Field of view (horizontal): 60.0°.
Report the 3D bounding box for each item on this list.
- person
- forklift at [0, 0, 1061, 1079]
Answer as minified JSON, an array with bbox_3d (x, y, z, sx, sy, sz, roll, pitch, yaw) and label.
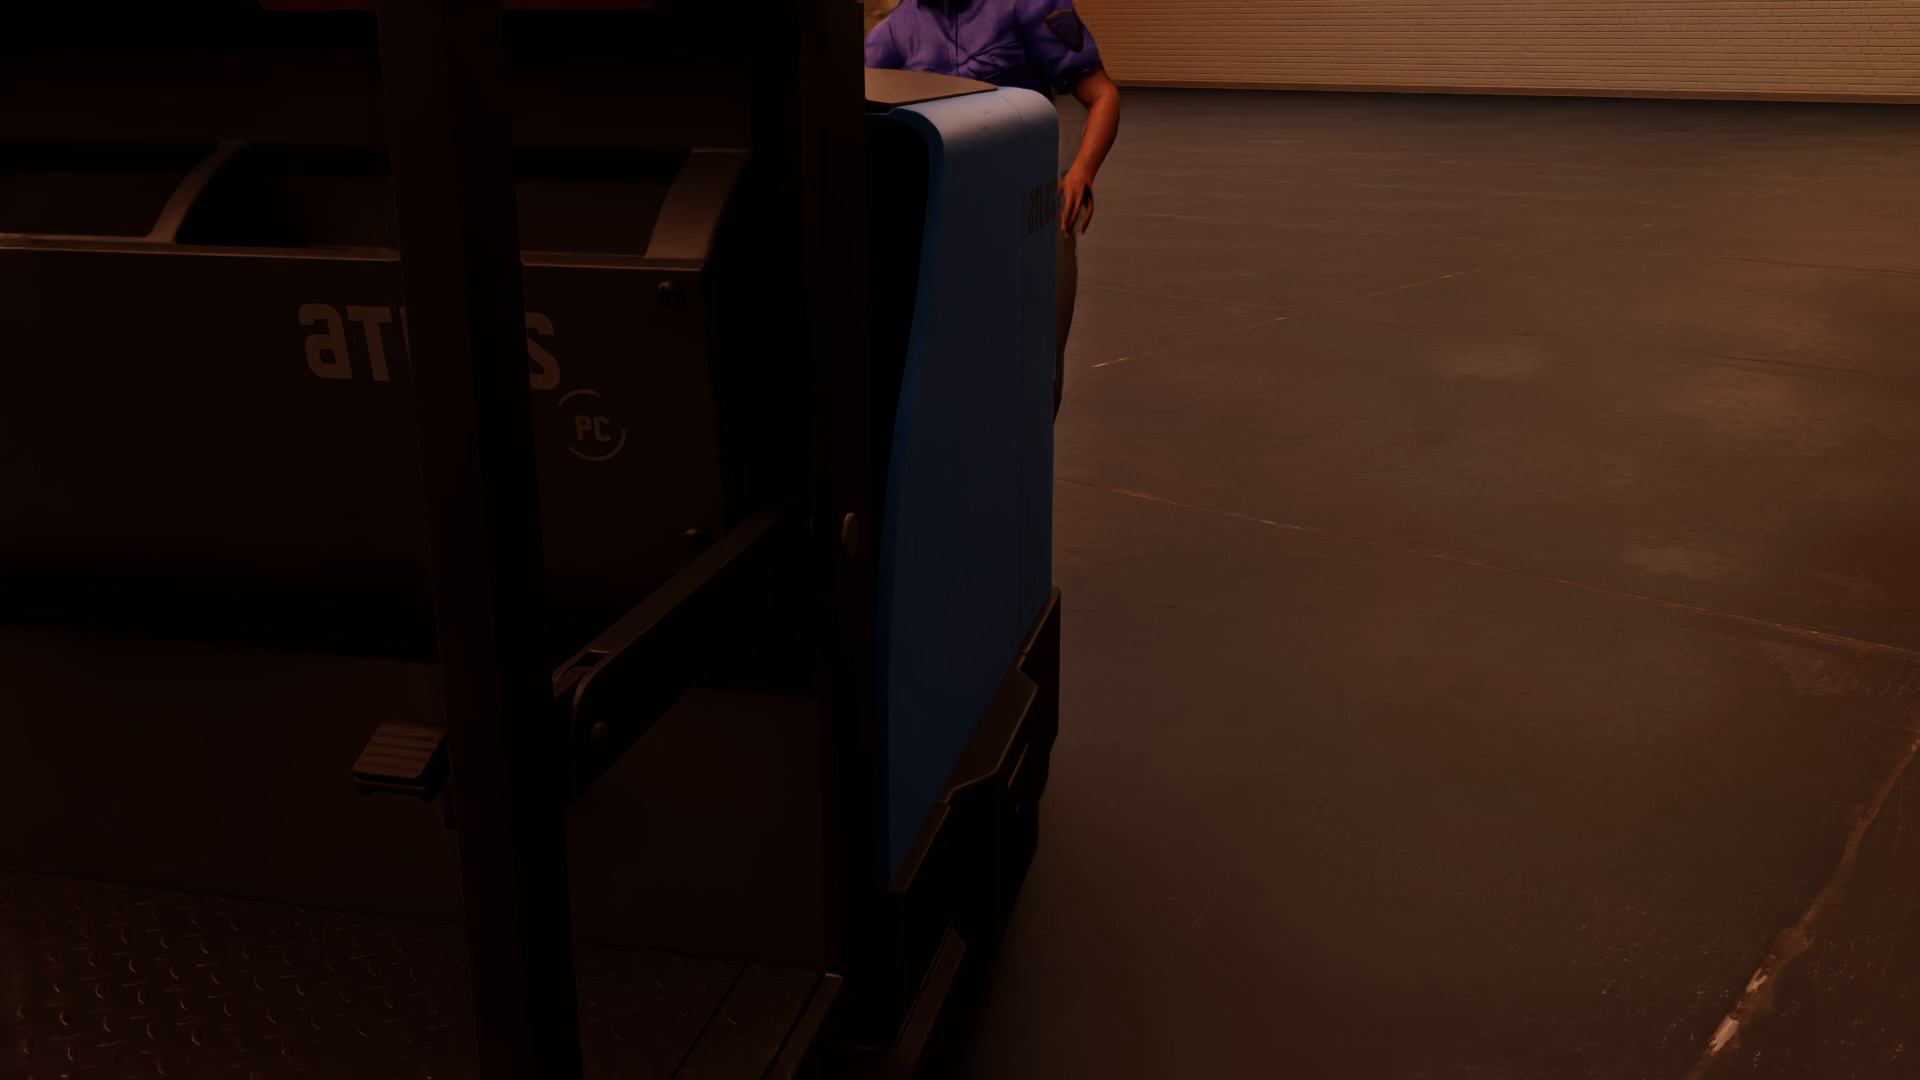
[{"bbox_3d":[-0.073,-0.632,3.437,0.796,1.493,0.640,8,18,23],"label":"person"},{"bbox_3d":[-0.672,-0.656,1.057,1.130,2.935,3.031,4,17,12],"label":"forklift"}]
